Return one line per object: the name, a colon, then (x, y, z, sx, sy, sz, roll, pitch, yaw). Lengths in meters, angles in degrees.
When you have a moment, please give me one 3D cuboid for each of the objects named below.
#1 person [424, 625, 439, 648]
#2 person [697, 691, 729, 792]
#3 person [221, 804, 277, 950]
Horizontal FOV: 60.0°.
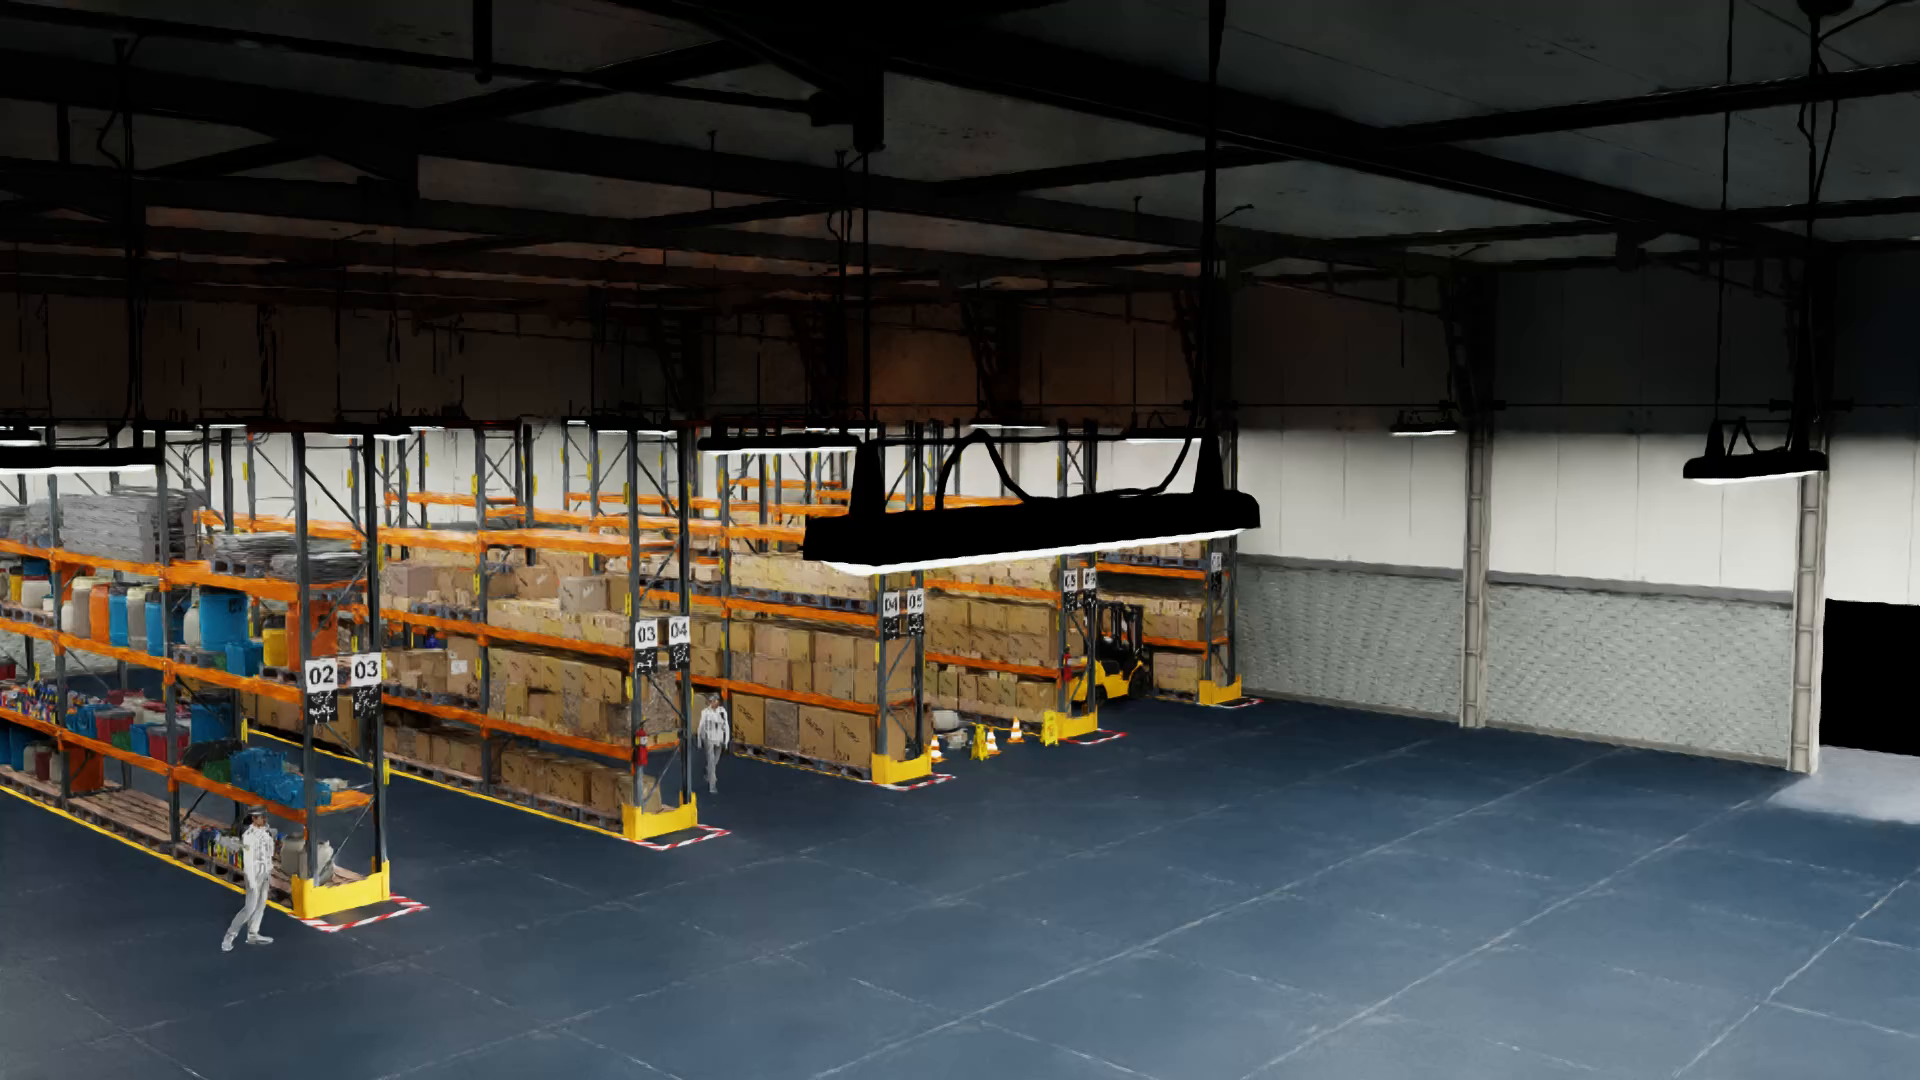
person: (-11.177, 2.638, 35.164, 0.371, 1.700, 0.490, -3, 5, -32)
person: (-4.057, 3.271, 27.360, 0.507, 1.636, 0.908, -3, 5, -31)
person: (-8.287, 3.922, 19.346, 0.500, 1.663, 0.668, 0, 5, 1)
